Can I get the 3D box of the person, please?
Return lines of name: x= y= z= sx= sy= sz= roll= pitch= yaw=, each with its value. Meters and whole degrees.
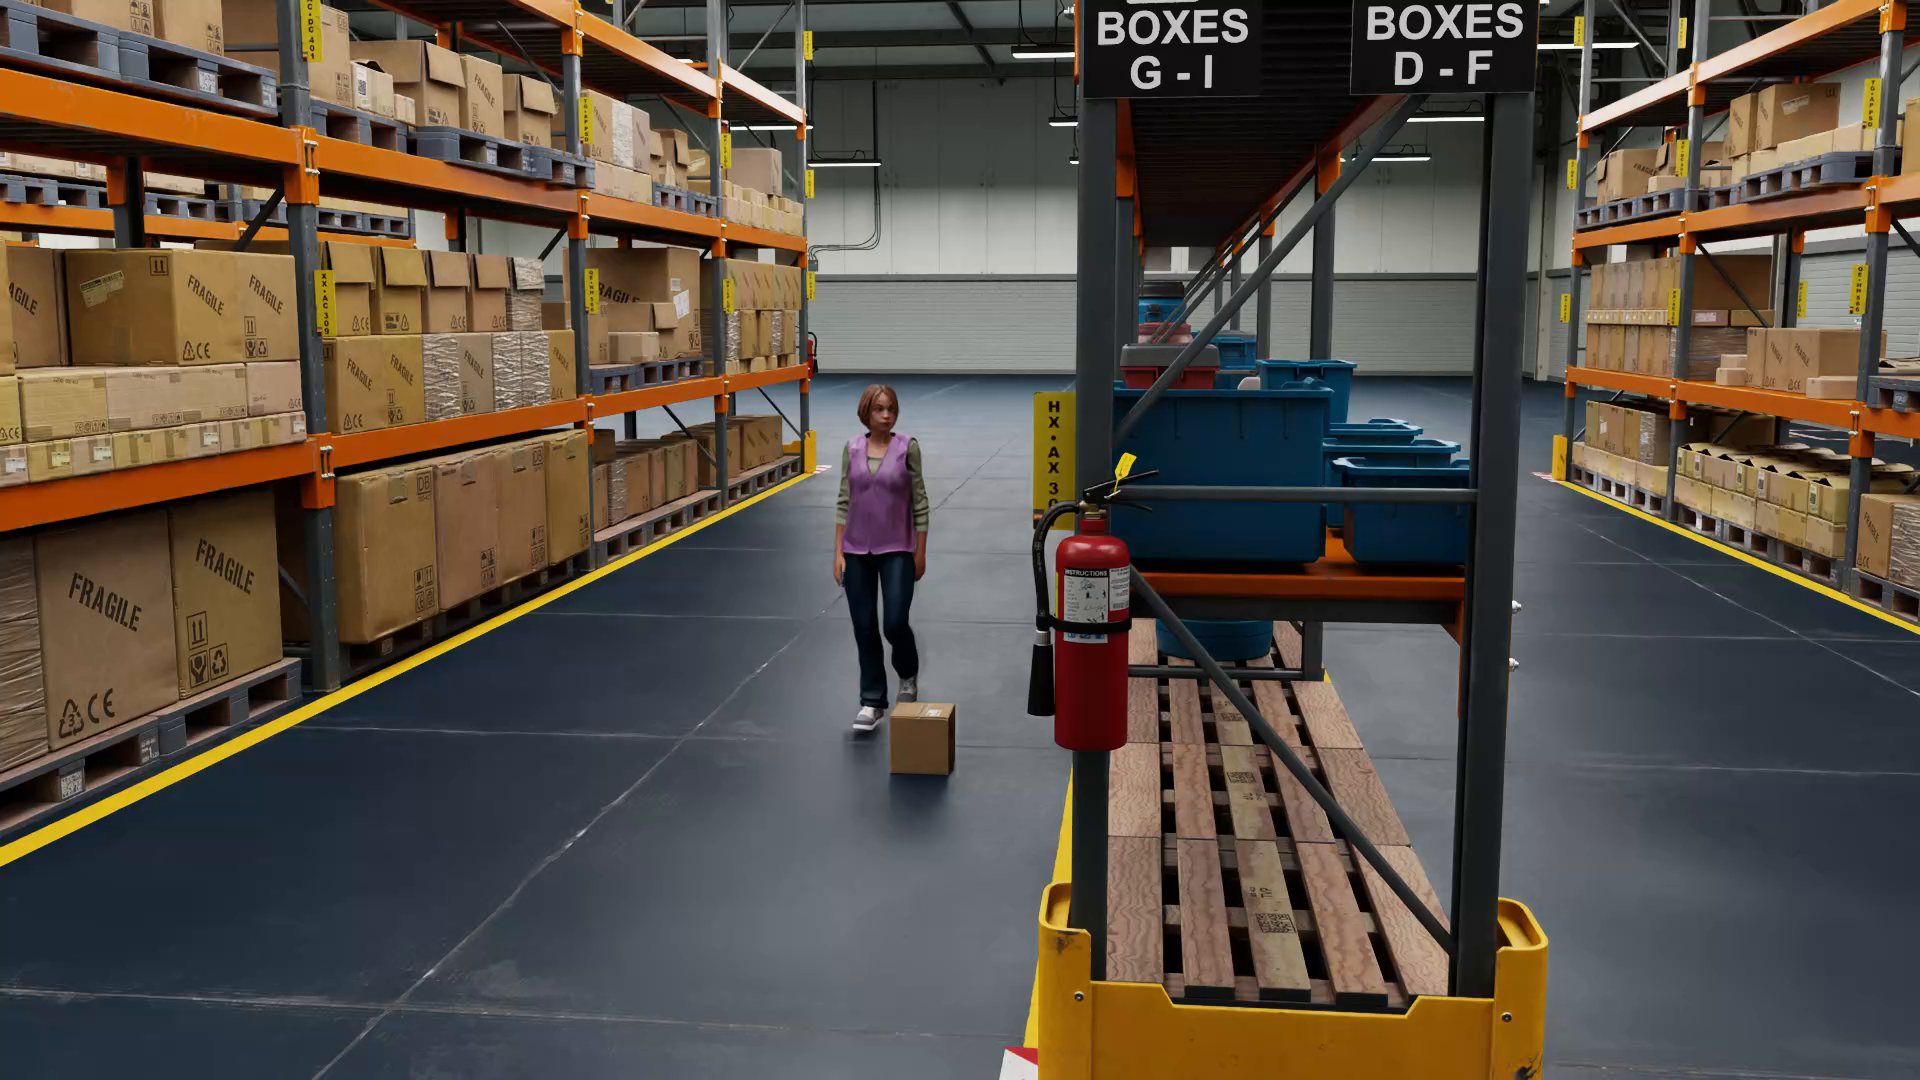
person: x=-0.359 y=0.080 z=7.677 sx=0.424 sy=1.575 sz=0.447 roll=2 pitch=8 yaw=14
